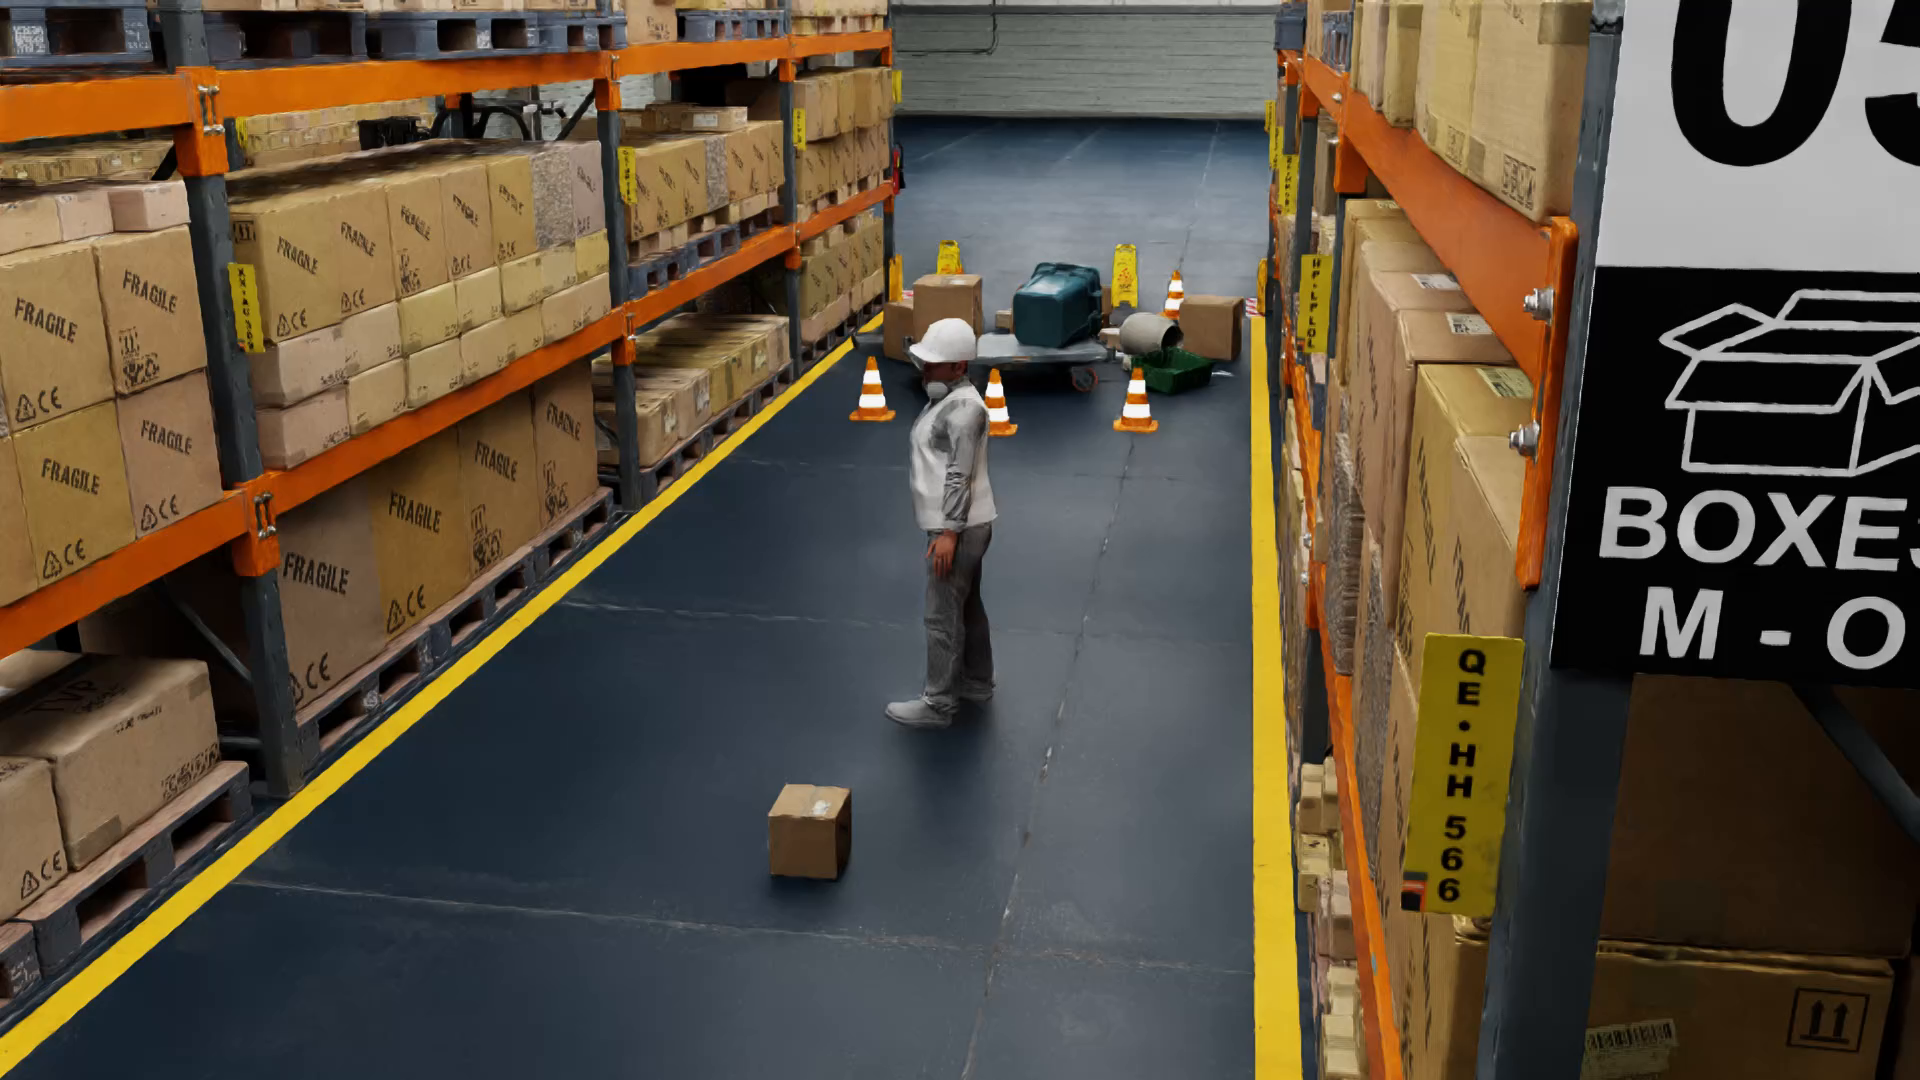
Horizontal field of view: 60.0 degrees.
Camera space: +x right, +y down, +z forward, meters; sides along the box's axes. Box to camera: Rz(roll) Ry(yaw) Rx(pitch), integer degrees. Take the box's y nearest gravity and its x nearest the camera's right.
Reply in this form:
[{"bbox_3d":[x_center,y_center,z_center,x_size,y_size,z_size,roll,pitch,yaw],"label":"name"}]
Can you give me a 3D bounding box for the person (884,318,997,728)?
[{"bbox_3d":[-0.084,-0.076,7.171,0.515,1.765,0.596,-1,18,-4],"label":"person"}]
